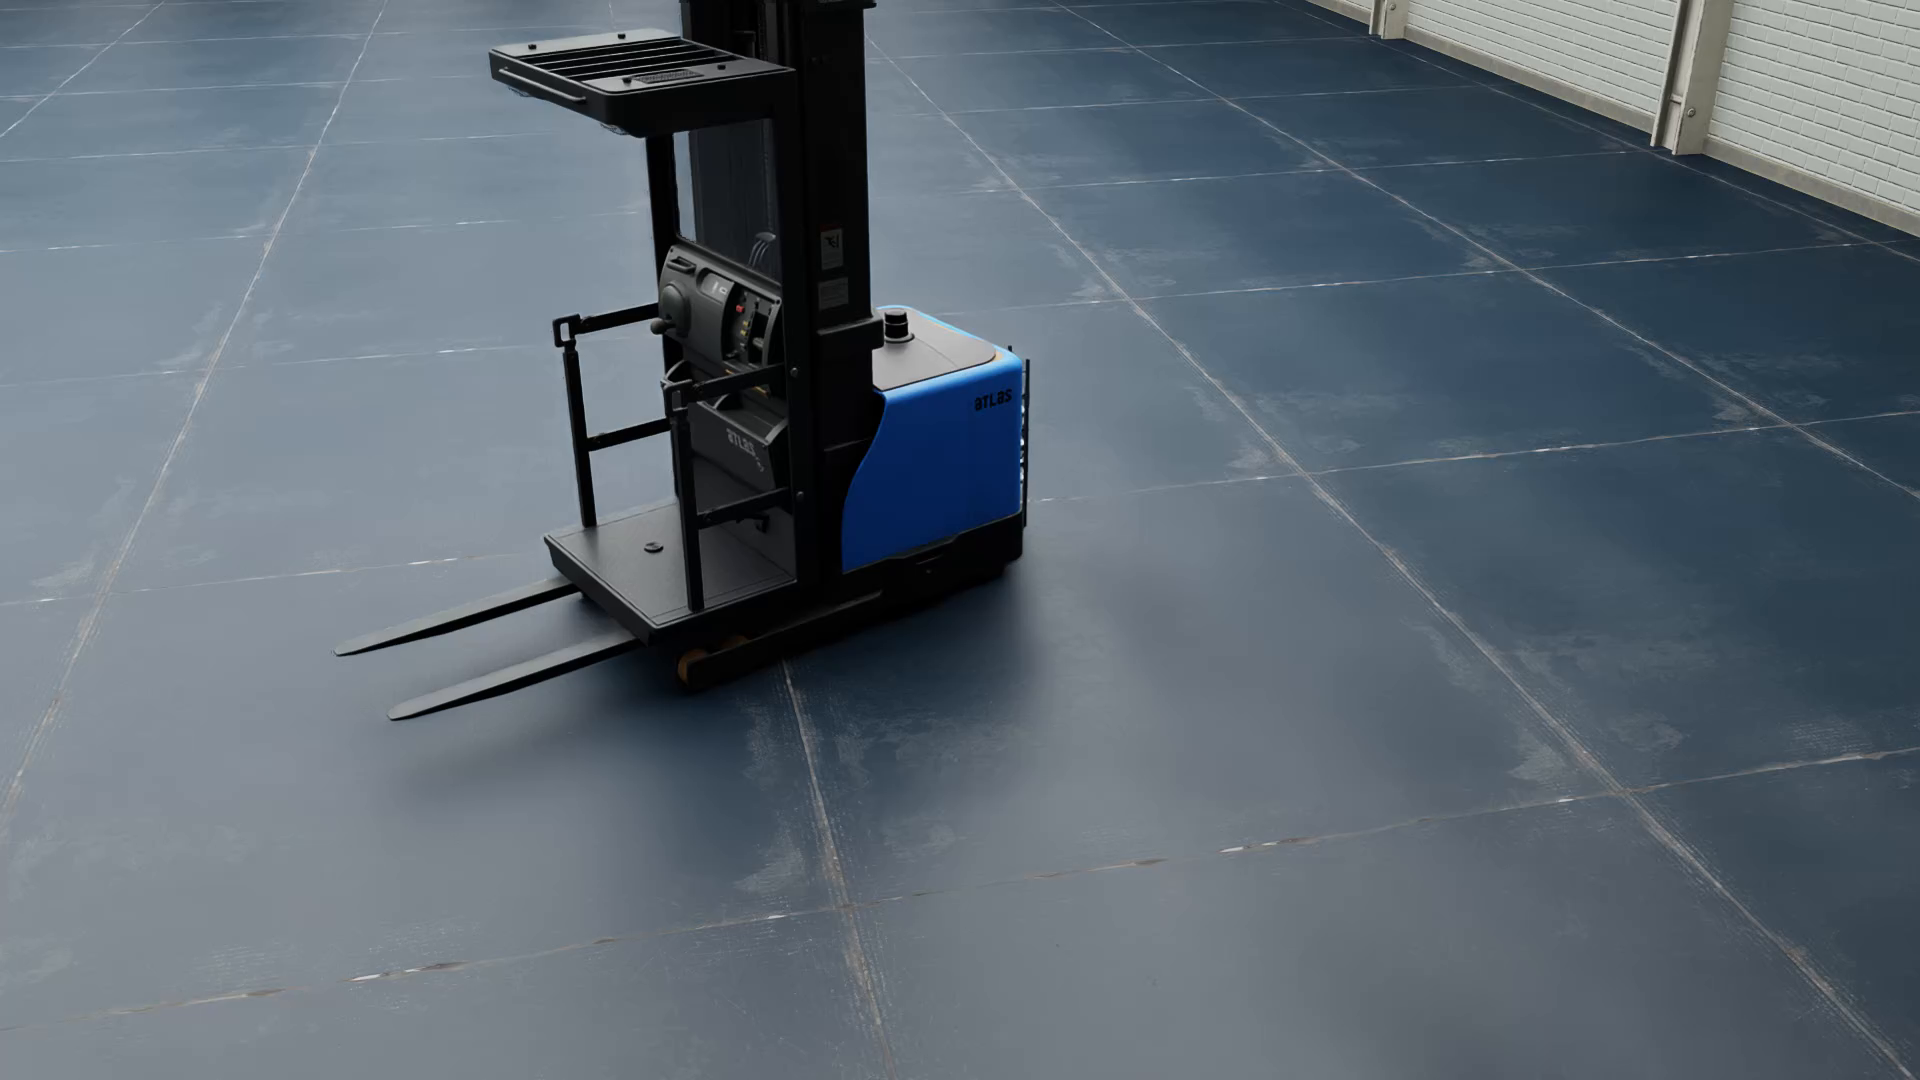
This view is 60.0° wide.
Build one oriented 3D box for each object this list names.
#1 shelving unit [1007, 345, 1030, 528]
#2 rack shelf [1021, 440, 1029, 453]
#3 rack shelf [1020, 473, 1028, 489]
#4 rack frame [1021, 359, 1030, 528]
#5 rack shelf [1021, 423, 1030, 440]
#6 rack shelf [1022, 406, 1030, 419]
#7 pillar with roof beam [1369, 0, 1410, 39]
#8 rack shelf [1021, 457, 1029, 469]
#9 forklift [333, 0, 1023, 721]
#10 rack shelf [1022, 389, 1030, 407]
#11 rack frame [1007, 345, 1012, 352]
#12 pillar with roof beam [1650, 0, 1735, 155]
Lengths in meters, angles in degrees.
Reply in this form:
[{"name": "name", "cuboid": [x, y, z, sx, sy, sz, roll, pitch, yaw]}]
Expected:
[{"name": "shelving unit", "cuboid": [0.183, -0.487, 8.216, 0.258, 0.900, 0.210, -11, 29, -21]}, {"name": "rack shelf", "cuboid": [0.183, -0.457, 8.231, 0.258, 0.077, 0.200, -11, 29, -21]}, {"name": "rack shelf", "cuboid": [0.183, -0.296, 8.312, 0.258, 0.077, 0.200, -11, 29, -21]}, {"name": "rack frame", "cuboid": [0.224, -0.445, 8.133, 0.240, 0.900, 0.006, -11, 29, -21]}, {"name": "rack shelf", "cuboid": [0.183, -0.537, 8.190, 0.258, 0.077, 0.200, -11, 29, -21]}, {"name": "rack shelf", "cuboid": [0.183, -0.618, 8.150, 0.258, 0.077, 0.200, -11, 29, -21]}, {"name": "pillar with roof beam", "cuboid": [1.114, -9.847, 17.772, 9.100, 9.000, 0.400, -6, 27, -12]}, {"name": "rack shelf", "cuboid": [0.183, -0.377, 8.271, 0.258, 0.077, 0.200, -11, 29, -21]}, {"name": "forklift", "cuboid": [-1.181, -0.950, 6.880, 3.031, 2.935, 1.130, -19, 32, -33]}, {"name": "rack shelf", "cuboid": [0.183, -0.698, 8.109, 0.258, 0.077, 0.200, -11, 29, -21]}, {"name": "rack frame", "cuboid": [0.143, -0.529, 8.299, 0.240, 0.900, 0.006, -11, 29, -21]}, {"name": "pillar with roof beam", "cuboid": [2.466, -7.213, 12.553, 9.100, 9.000, 0.400, -6, 27, -12]}]
